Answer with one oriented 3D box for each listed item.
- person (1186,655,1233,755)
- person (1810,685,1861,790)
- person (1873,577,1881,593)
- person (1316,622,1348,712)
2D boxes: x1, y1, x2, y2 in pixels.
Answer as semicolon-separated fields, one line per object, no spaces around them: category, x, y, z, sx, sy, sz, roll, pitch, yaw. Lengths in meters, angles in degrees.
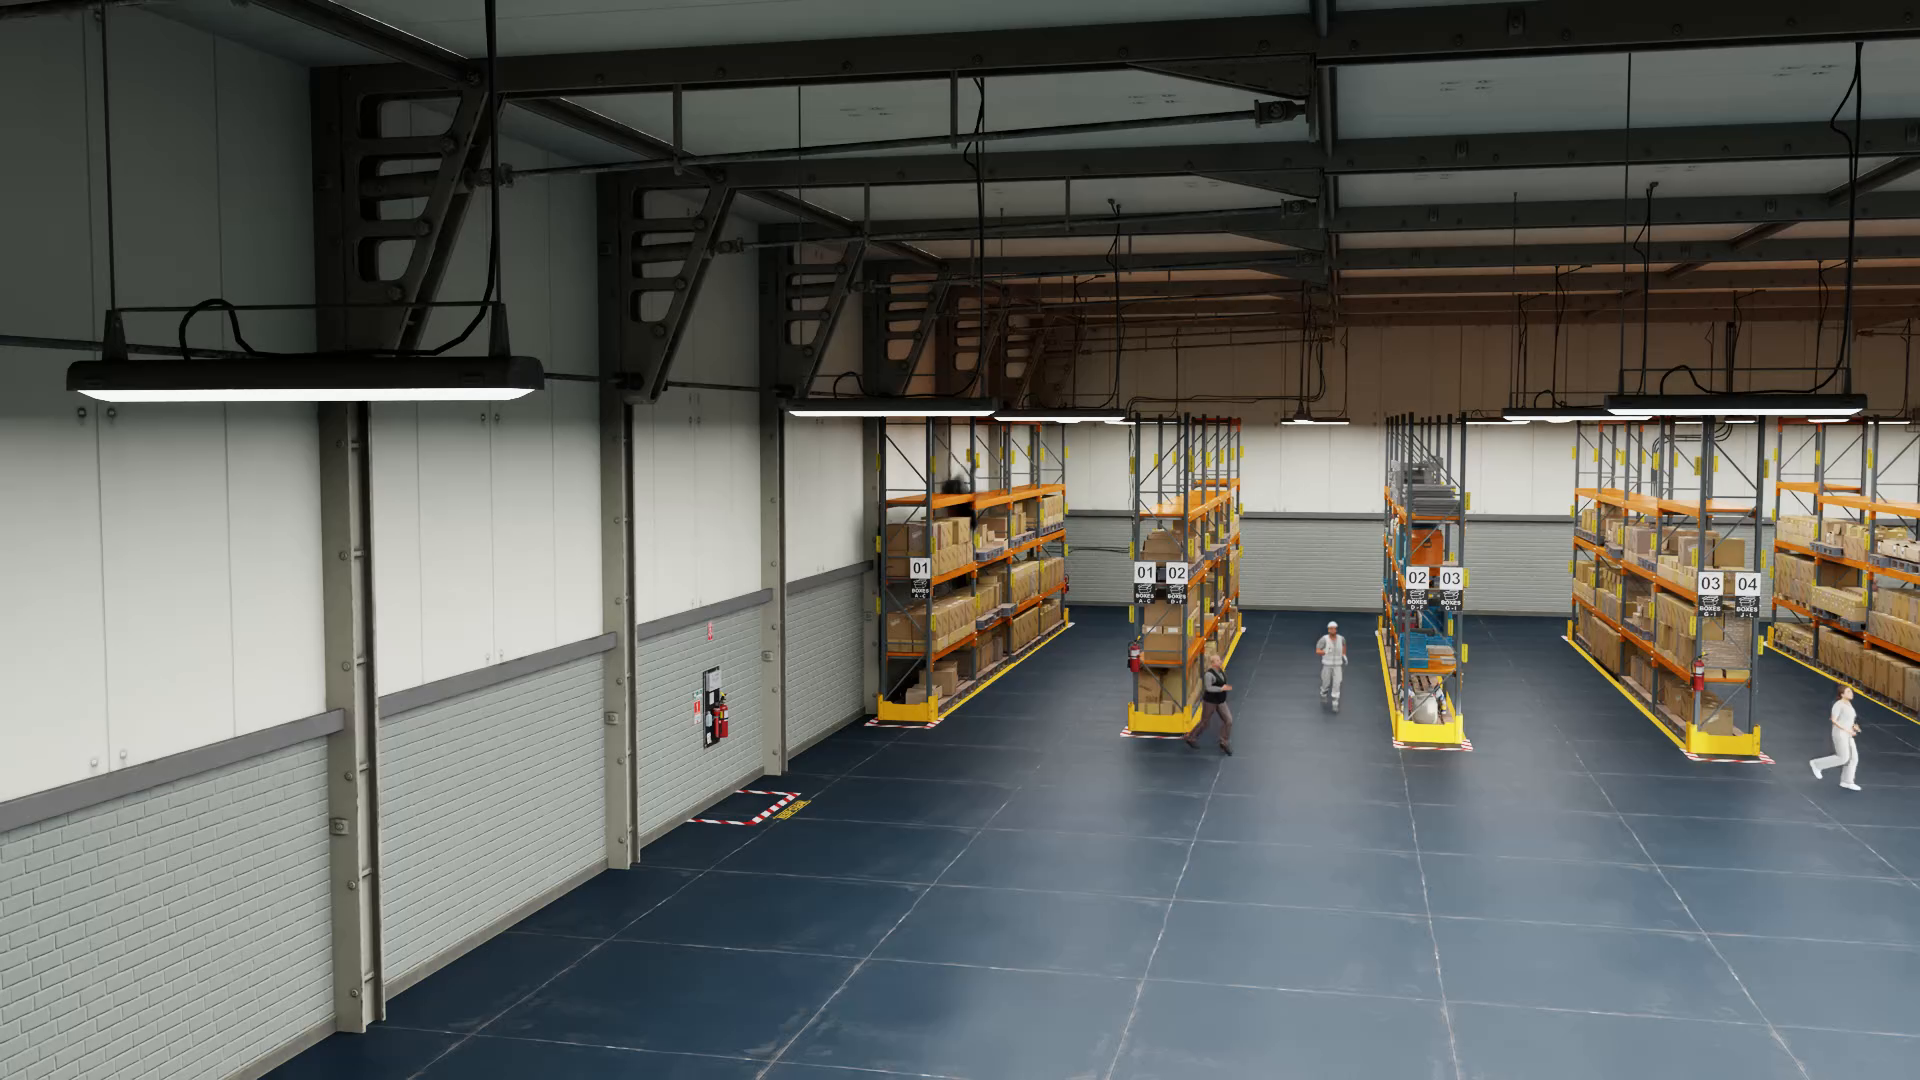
person;4.440;2.890;29.224;0.898;1.770;0.665;4;5;43
person;14.017;3.121;26.518;0.572;1.654;0.734;-3;5;-41
person;24.279;1.851;44.307;0.700;1.759;0.732;1;4;14
person;7.499;2.525;33.565;0.664;1.772;0.999;0;4;1
